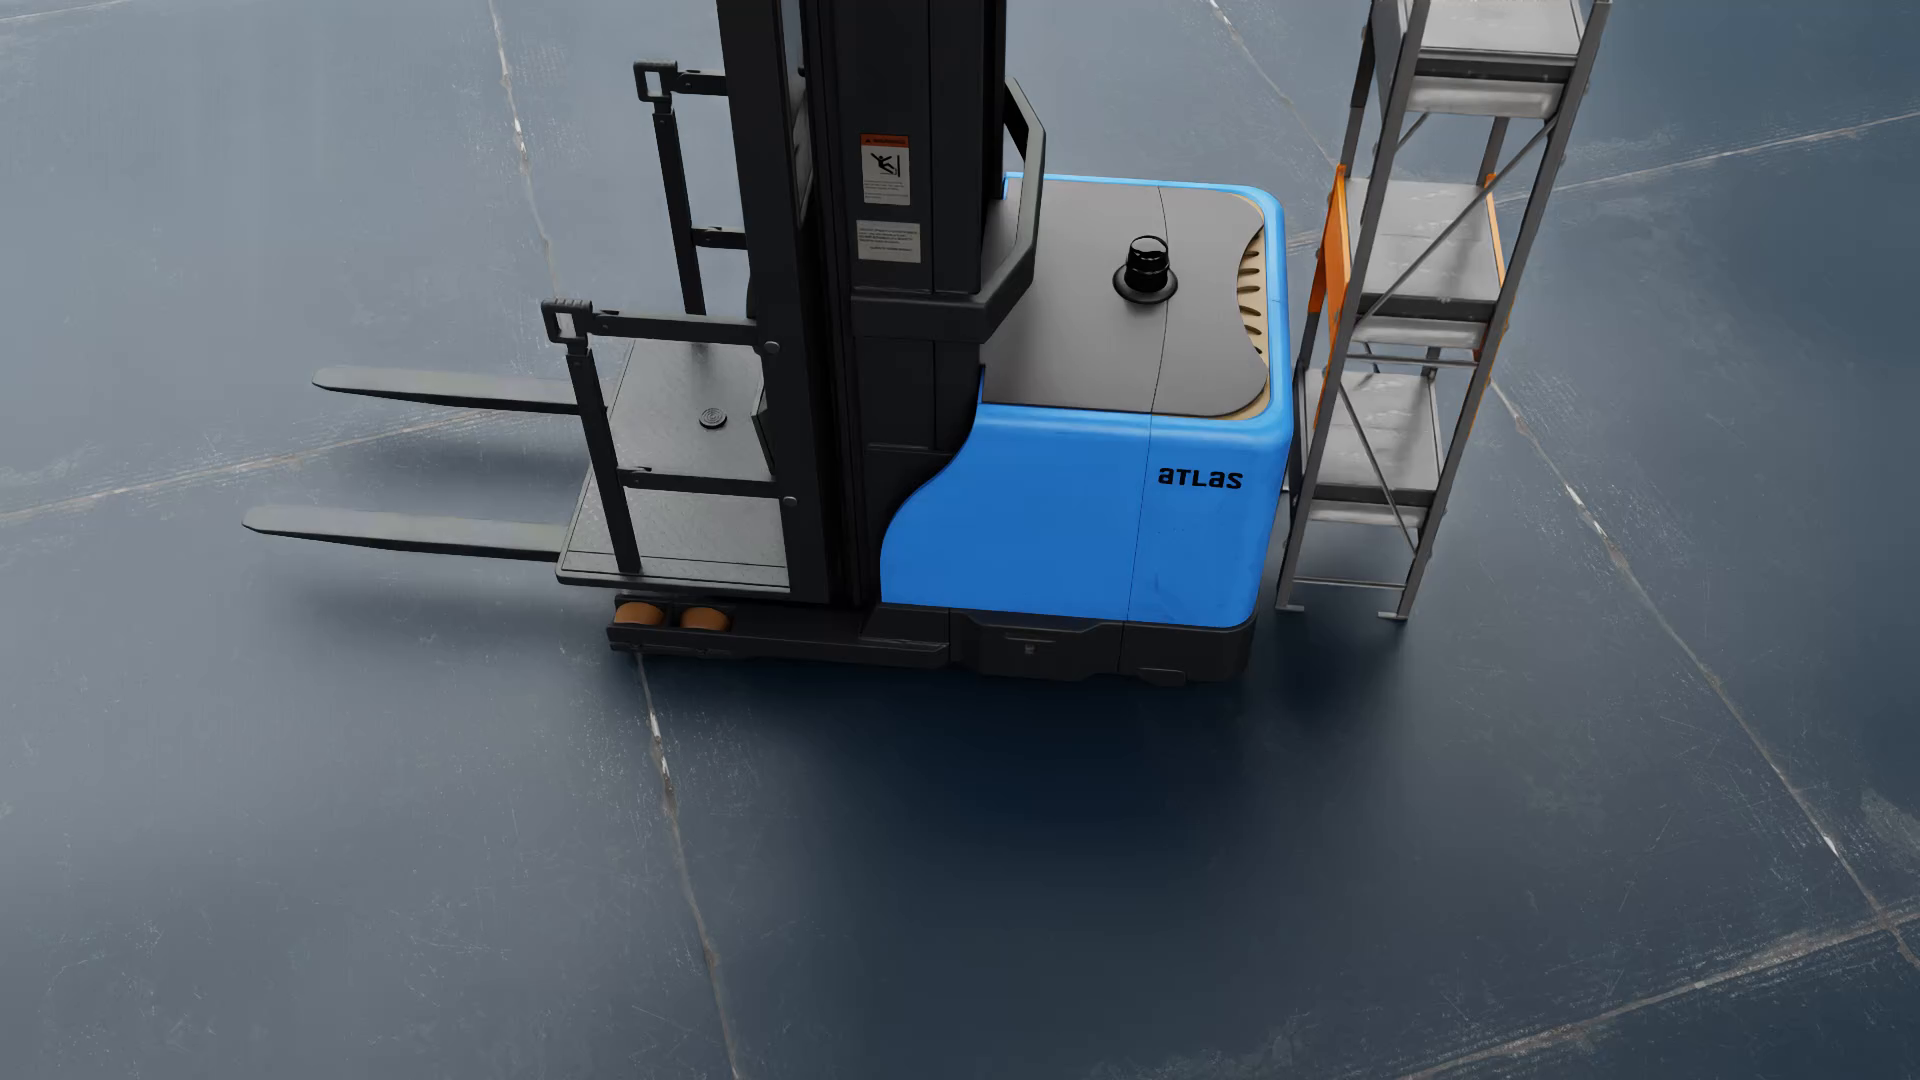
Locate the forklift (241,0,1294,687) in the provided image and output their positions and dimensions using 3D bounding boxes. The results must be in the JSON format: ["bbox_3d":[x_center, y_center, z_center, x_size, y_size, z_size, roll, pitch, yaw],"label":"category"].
[{"bbox_3d":[-0.623,-0.991,4.168,3.031,2.935,1.130,4,50,4],"label":"forklift"}]

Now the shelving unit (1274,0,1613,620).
[{"bbox_3d":[1.179,-0.640,4.415,0.431,2.100,0.503,4,50,4],"label":"shelving unit"}]

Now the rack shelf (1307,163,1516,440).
[{"bbox_3d":[1.179,-0.631,4.425,0.431,0.518,0.480,4,50,4],"label":"rack shelf"}]

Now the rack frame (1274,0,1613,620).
[{"bbox_3d":[1.155,-0.454,4.258,0.400,2.100,0.015,4,50,4],"label":"rack frame"}]

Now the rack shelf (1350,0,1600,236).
[{"bbox_3d":[1.177,-1.082,3.890,0.431,0.518,0.480,4,50,4],"label":"rack shelf"}]

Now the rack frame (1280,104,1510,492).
[{"bbox_3d":[1.204,-0.826,4.571,0.400,2.100,0.015,4,50,4],"label":"rack frame"}]

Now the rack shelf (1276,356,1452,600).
[{"bbox_3d":[1.182,-0.180,4.961,0.431,0.518,0.480,4,50,4],"label":"rack shelf"}]
